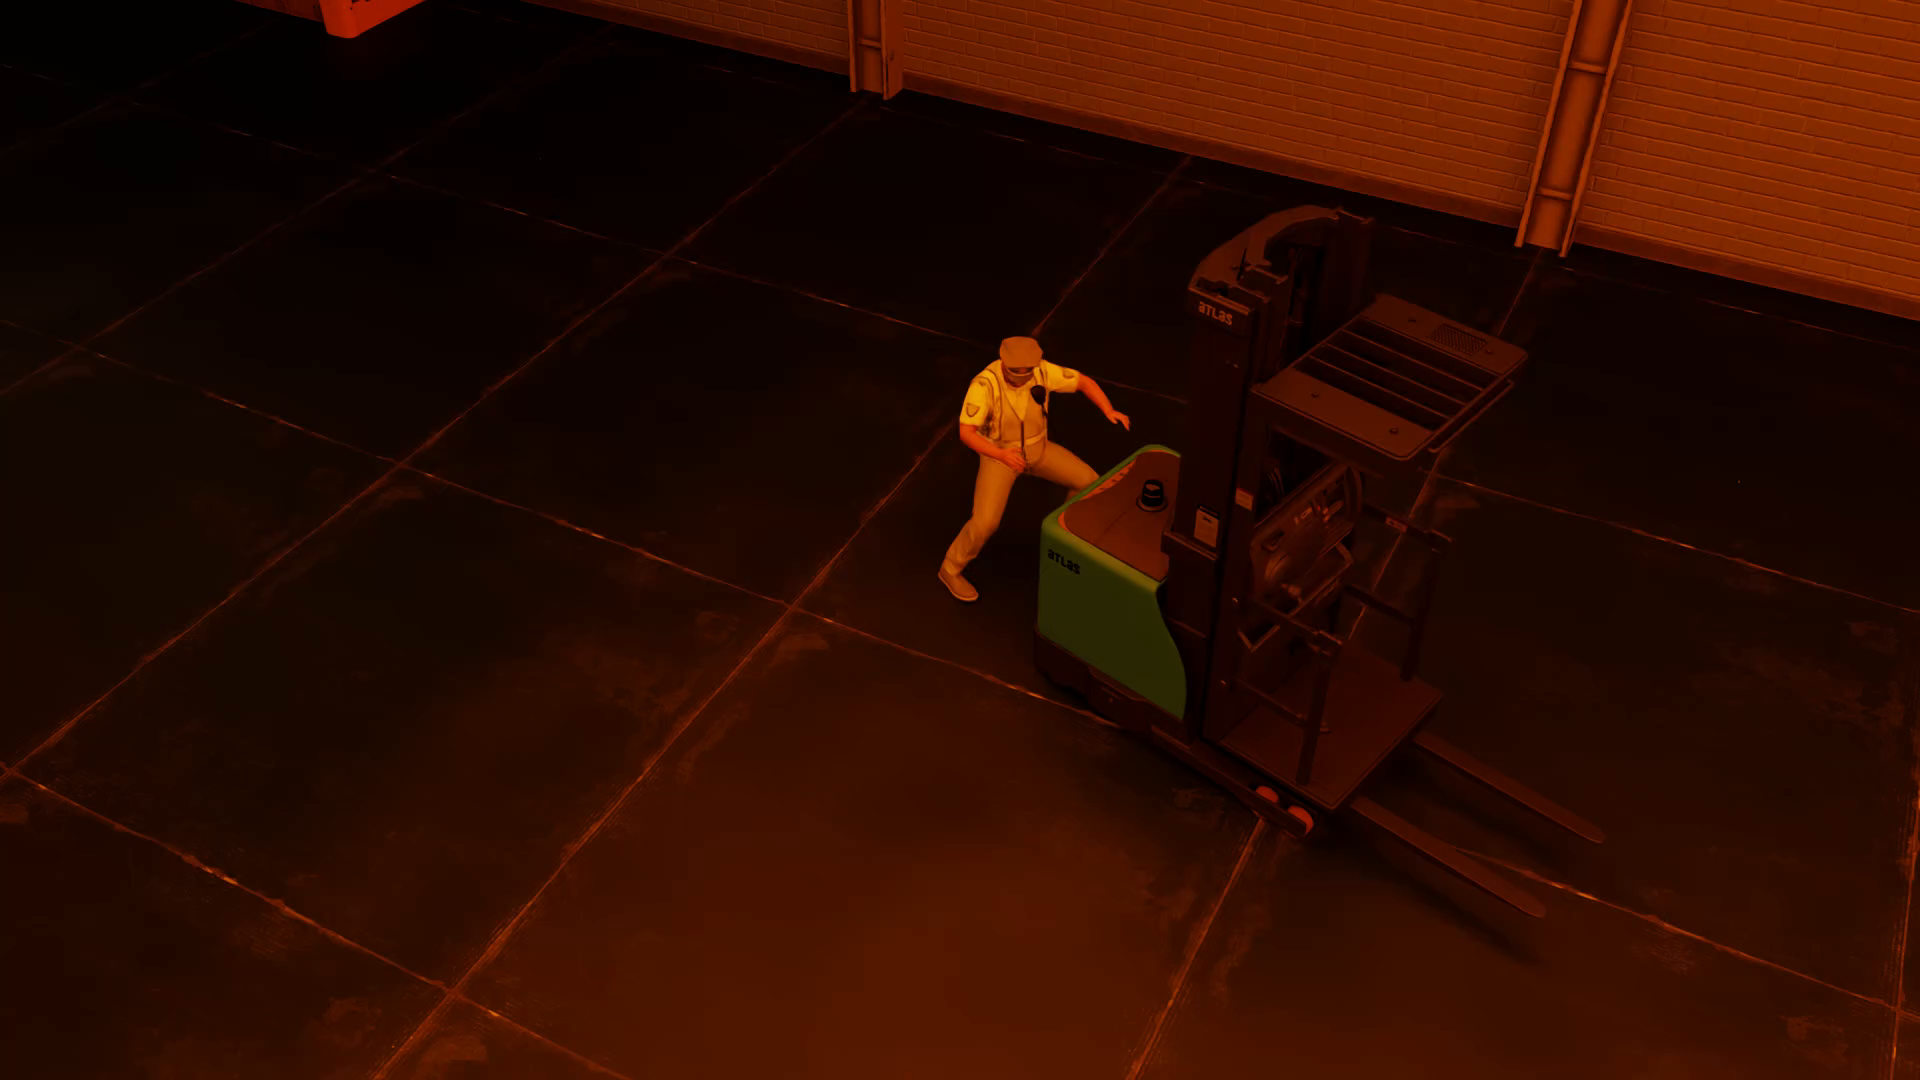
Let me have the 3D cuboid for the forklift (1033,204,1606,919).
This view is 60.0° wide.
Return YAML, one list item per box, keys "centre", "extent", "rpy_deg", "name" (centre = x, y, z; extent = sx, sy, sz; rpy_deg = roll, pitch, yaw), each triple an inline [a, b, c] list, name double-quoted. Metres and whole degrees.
- centre: [1.838, 0.011, 7.974]
  extent: [3.031, 2.935, 1.130]
  rpy_deg: [30, 49, 31]
  name: "forklift"

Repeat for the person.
- centre: [0.408, -0.483, 9.651]
  extent: [1.154, 1.519, 0.742]
  rpy_deg: [-12, 42, -14]
  name: "person"
